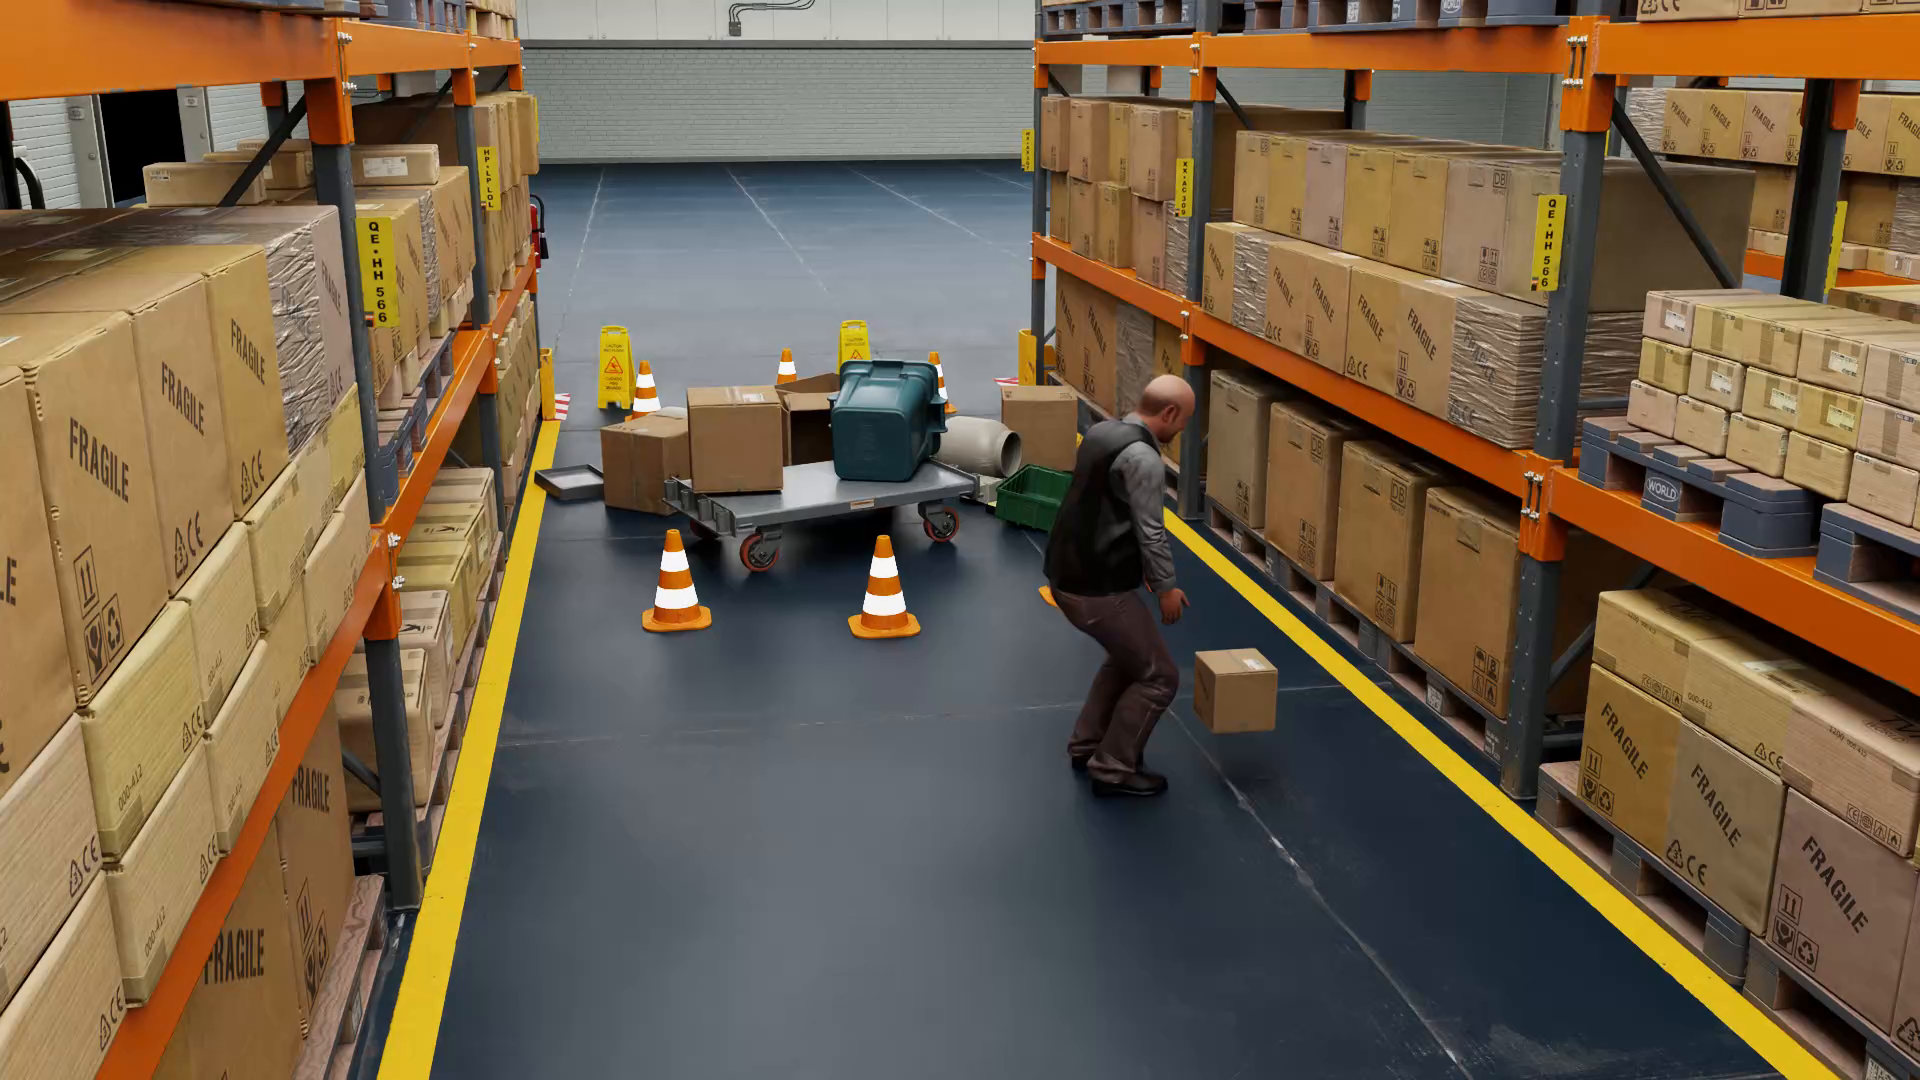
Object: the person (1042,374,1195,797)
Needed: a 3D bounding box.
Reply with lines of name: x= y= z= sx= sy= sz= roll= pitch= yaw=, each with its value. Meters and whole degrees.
person: x=0.596 y=0.164 z=6.294 sx=0.555 sy=1.577 sz=0.581 roll=-3 pitch=16 yaw=-10
